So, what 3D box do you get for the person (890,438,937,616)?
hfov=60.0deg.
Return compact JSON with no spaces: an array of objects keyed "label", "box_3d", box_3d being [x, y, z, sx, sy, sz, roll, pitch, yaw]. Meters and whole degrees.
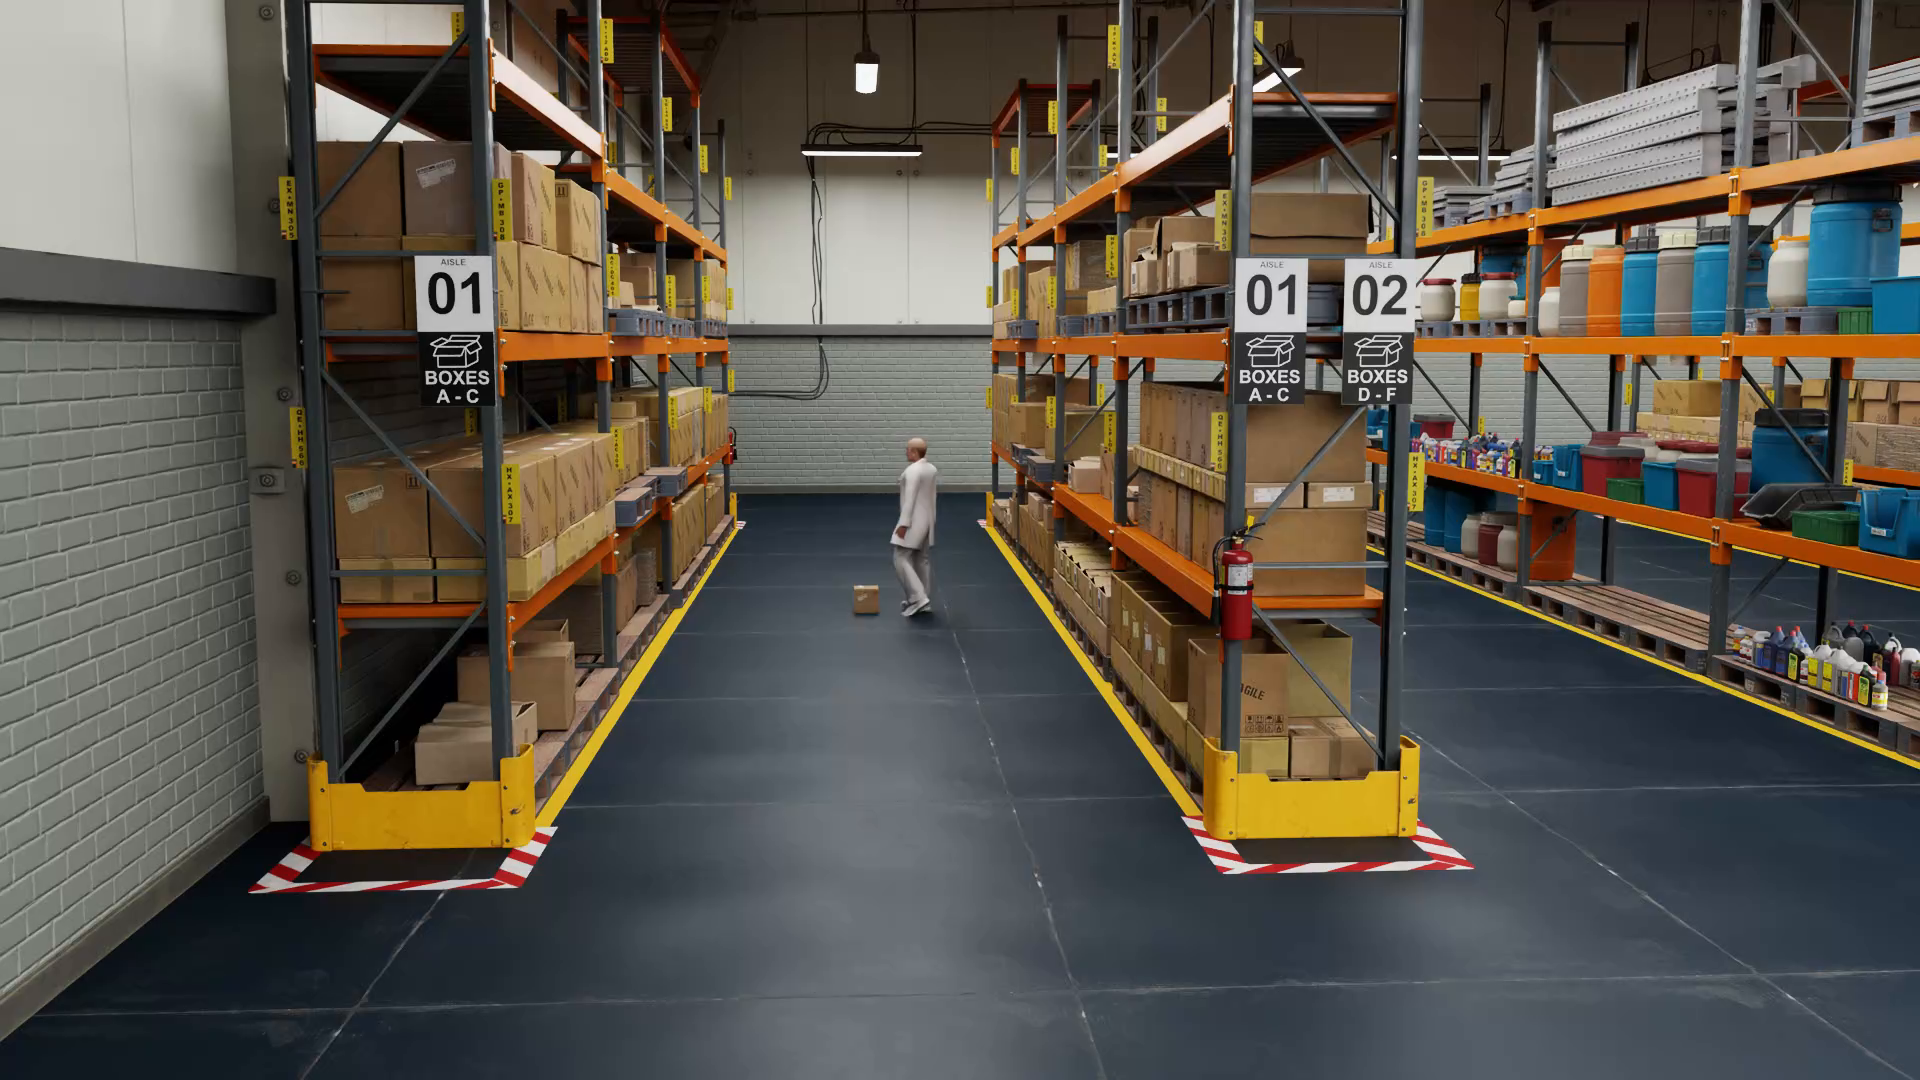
[{"label":"person","box_3d":[-0.447,-0.133,17.018,0.508,1.825,0.636,3,7,25]}]
